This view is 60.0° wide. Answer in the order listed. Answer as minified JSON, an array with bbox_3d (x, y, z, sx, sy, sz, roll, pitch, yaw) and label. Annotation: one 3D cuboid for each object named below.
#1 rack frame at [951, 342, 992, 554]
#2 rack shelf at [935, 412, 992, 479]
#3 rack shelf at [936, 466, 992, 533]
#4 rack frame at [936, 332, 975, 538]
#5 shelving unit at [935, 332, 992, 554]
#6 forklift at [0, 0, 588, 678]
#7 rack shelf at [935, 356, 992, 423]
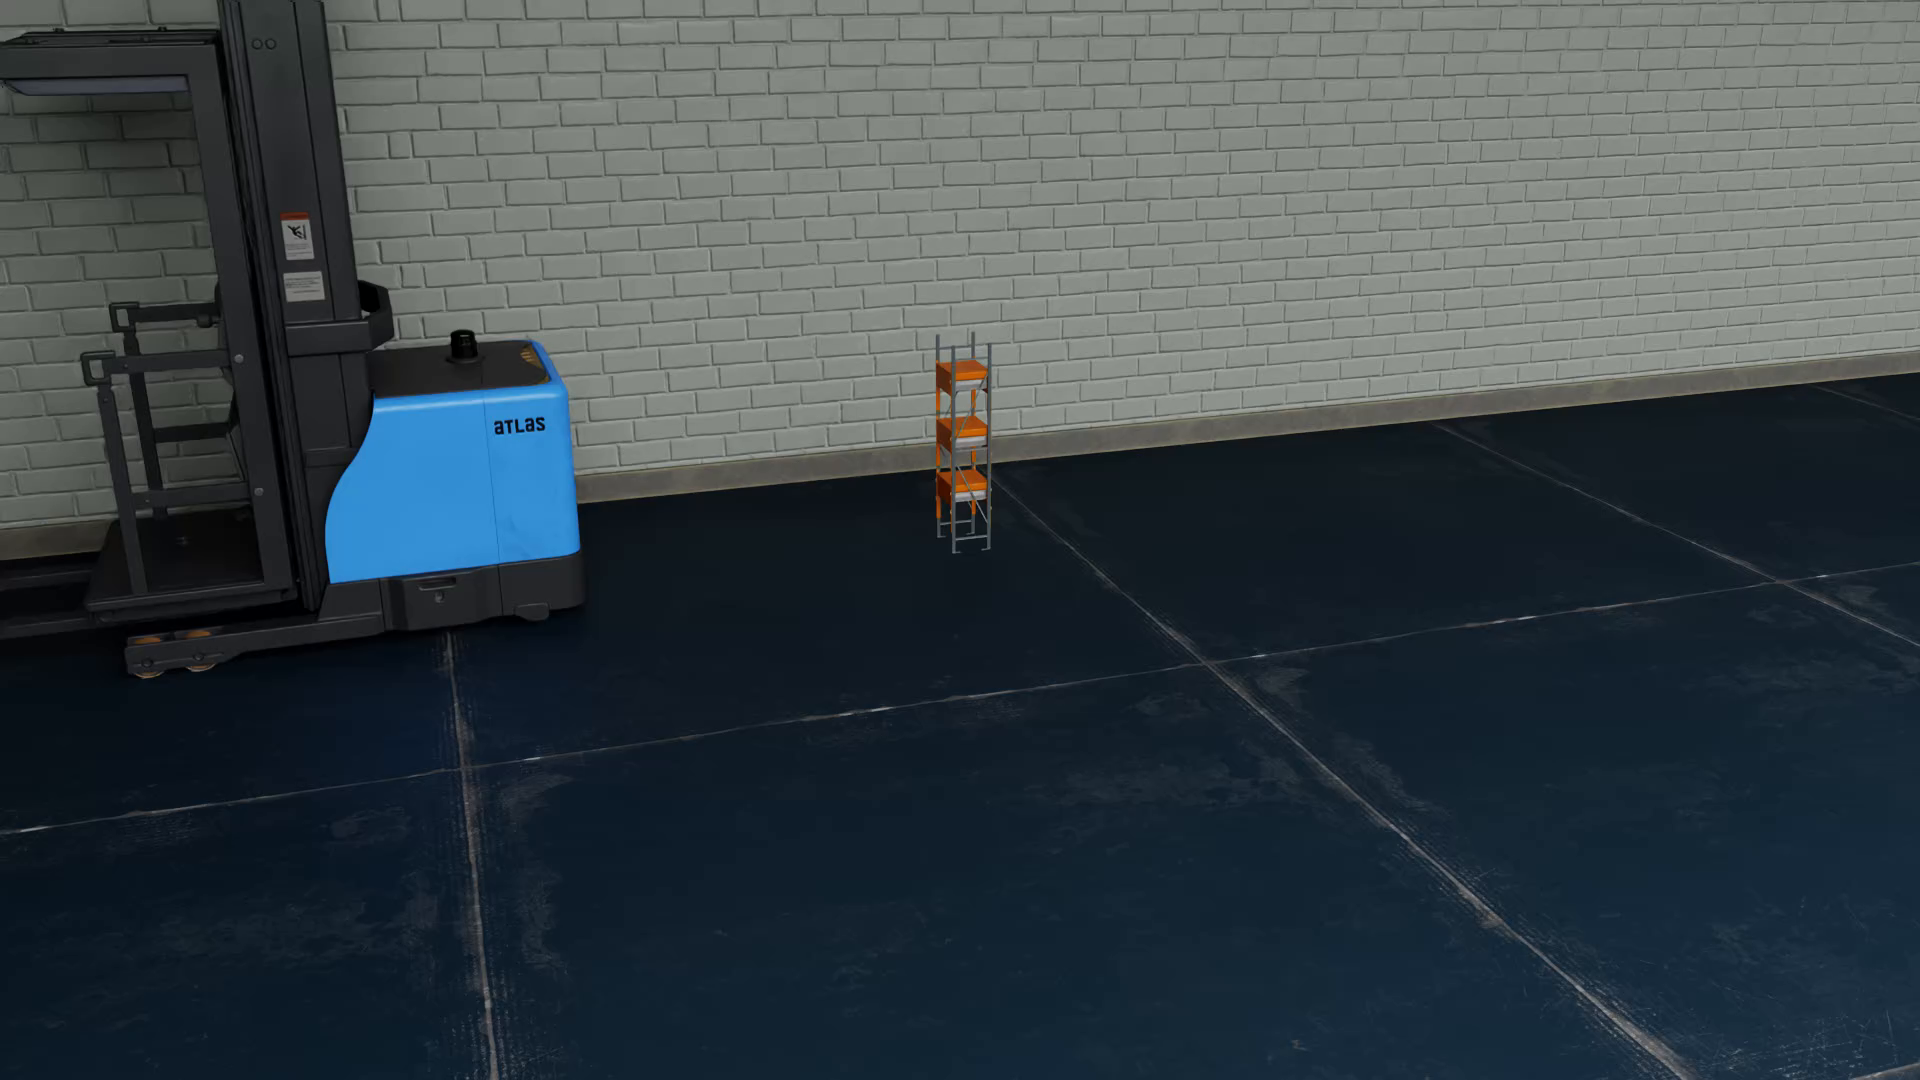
[{"bbox_3d":[0.055,-0.438,8.082,0.200,1.050,0.008,-6,21,-17],"label":"rack frame"},{"bbox_3d":[0.017,-0.467,8.195,0.215,0.259,0.240,-6,21,-17],"label":"rack shelf"},{"bbox_3d":[0.017,-0.205,8.289,0.215,0.259,0.240,-6,21,-17],"label":"rack shelf"},{"bbox_3d":[-0.022,-0.516,8.300,0.200,1.050,0.008,-6,21,-17],"label":"rack frame"},{"bbox_3d":[0.017,-0.477,8.191,0.215,1.050,0.252,-6,21,-17],"label":"shelving unit"},{"bbox_3d":[-3.246,-1.013,6.901,3.031,2.935,1.130,-7,21,-19],"label":"forklift"},{"bbox_3d":[0.017,-0.734,8.099,0.215,0.259,0.240,-6,21,-17],"label":"rack shelf"}]
